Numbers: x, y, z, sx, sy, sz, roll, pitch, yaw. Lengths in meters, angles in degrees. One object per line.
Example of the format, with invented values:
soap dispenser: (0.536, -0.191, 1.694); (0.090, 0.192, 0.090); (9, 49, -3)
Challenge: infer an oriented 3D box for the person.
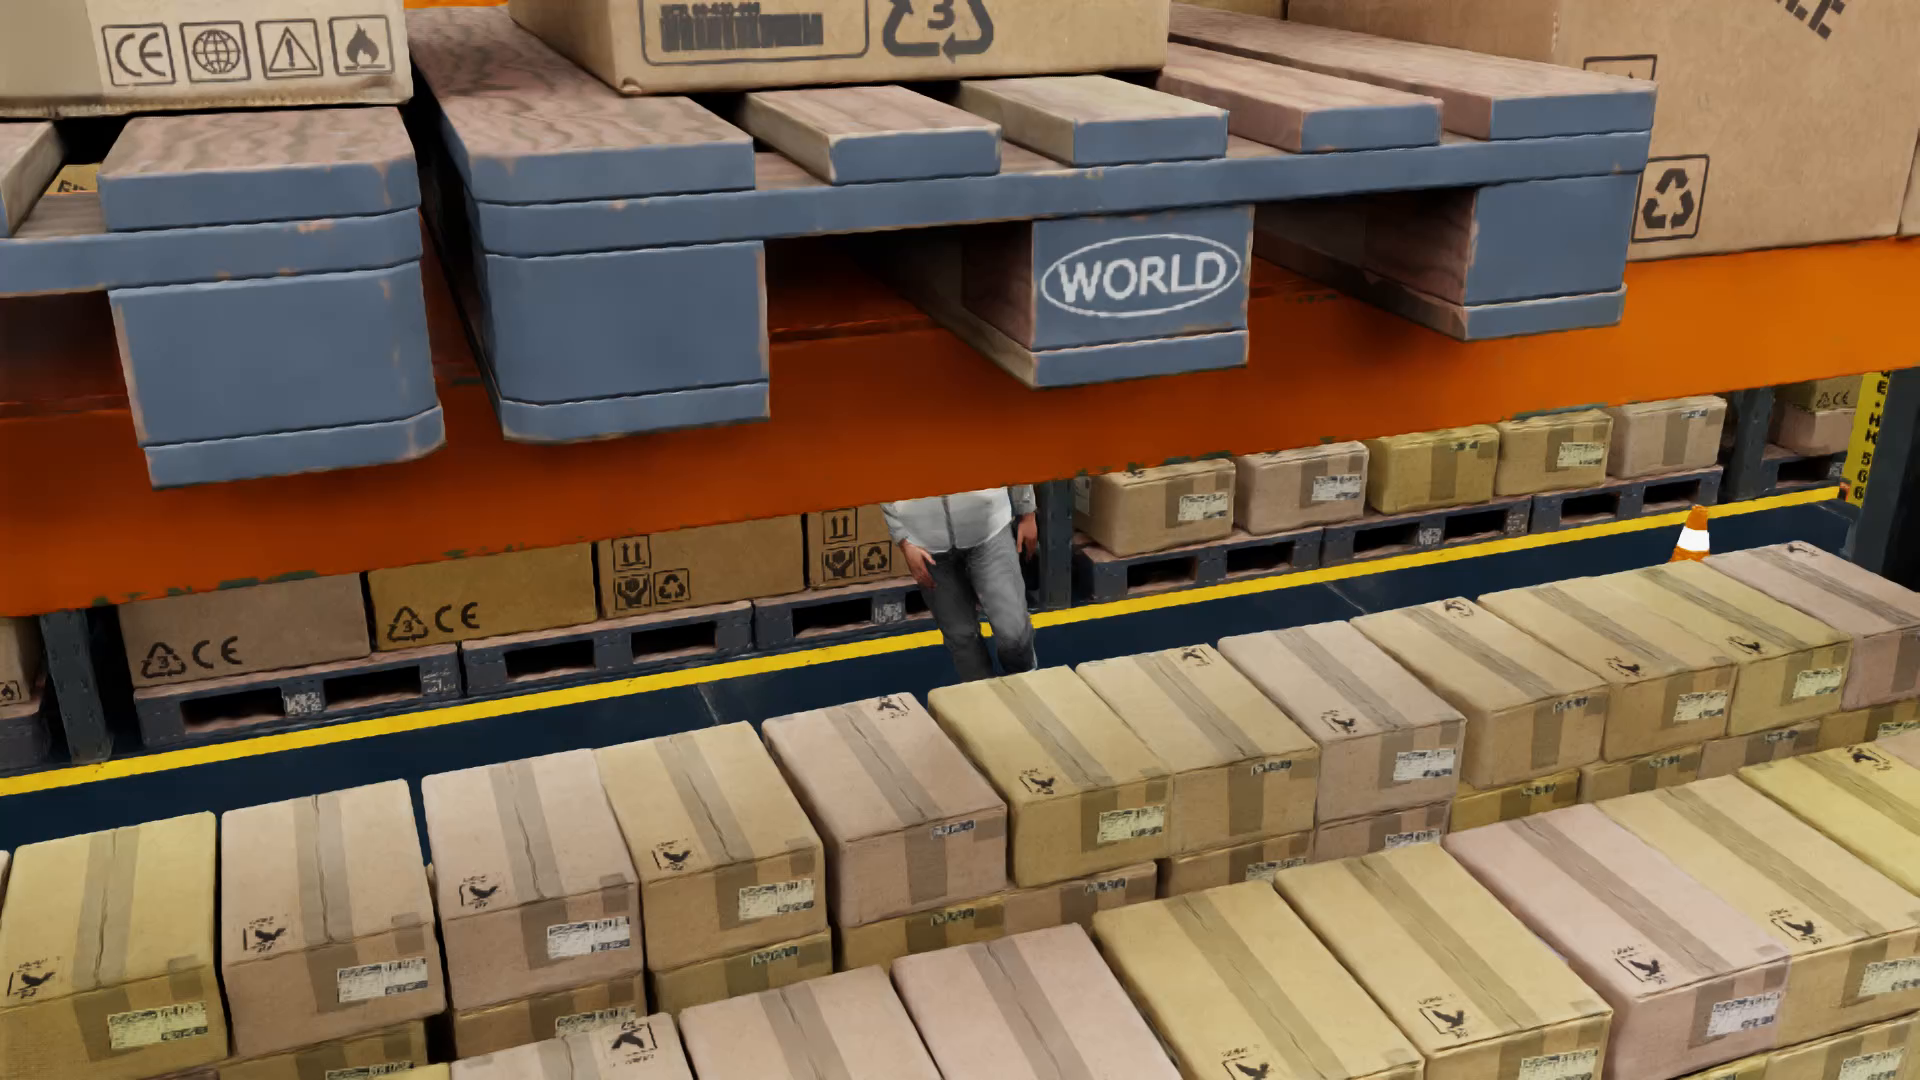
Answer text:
person: (0.008, -0.025, 6.144); (0.696, 1.741, 0.491); (-1, 22, -3)
